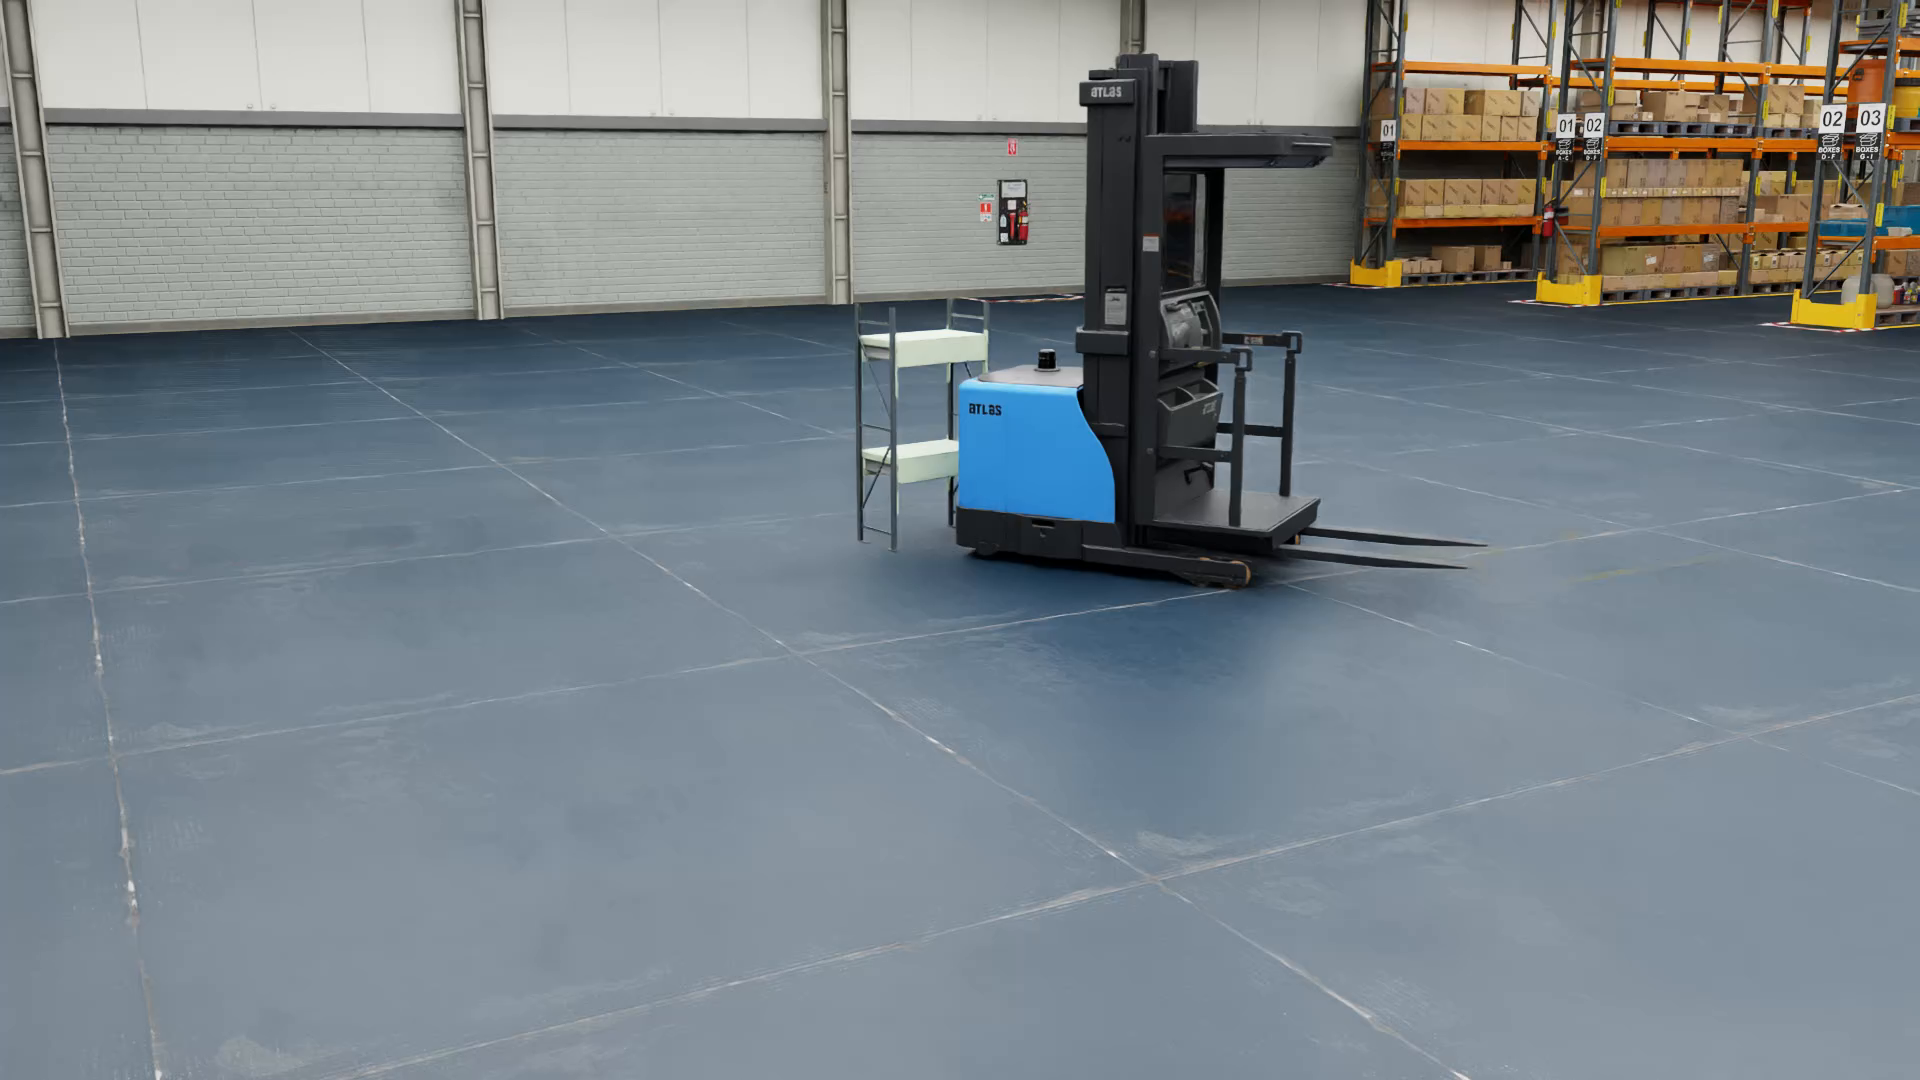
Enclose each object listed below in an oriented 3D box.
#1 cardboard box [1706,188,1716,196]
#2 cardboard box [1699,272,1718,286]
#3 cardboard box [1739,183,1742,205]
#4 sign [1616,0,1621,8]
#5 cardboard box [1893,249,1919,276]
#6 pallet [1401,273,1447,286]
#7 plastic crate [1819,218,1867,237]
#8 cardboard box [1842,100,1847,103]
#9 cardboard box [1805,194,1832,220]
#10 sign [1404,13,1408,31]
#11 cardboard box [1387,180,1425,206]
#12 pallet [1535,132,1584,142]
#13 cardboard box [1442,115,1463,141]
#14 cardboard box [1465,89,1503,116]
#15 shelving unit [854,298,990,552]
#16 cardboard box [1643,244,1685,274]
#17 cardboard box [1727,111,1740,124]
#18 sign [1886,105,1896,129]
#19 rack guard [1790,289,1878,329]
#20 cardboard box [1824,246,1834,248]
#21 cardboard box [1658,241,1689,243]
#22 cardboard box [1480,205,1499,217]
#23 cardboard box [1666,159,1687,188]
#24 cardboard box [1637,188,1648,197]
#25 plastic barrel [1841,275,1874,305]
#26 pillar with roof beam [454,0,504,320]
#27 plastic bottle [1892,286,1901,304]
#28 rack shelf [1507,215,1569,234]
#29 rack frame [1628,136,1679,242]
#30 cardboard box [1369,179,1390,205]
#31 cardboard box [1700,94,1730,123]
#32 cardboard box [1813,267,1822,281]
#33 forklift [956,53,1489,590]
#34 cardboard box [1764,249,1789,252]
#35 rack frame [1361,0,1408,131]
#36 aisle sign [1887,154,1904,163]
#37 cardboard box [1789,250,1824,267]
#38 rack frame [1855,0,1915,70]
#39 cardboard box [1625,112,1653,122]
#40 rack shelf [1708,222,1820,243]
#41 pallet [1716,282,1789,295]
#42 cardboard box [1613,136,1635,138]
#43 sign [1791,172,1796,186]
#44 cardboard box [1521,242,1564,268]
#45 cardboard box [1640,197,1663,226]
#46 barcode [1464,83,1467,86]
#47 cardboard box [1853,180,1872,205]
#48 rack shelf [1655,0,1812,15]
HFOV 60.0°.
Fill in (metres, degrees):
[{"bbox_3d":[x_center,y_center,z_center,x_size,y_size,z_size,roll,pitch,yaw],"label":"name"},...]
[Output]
[{"bbox_3d":[13.327,-6.250,29.844,0.250,0.149,0.380,-7,14,-28],"label":"cardboard box"},{"bbox_3d":[13.394,-4.758,30.226,0.500,0.250,0.500,-7,14,-28],"label":"cardboard box"},{"bbox_3d":[17.177,-7.778,37.389,0.500,0.500,0.500,-6,14,-26],"label":"cardboard box"},{"bbox_3d":[10.890,-8.968,27.472,0.005,0.325,0.100,-7,14,-28],"label":"sign"},{"bbox_3d":[18.644,-5.501,32.913,0.500,0.500,0.500,-7,15,-30],"label":"cardboard box"},{"bbox_3d":[9.049,-5.296,33.661,1.213,0.211,1.003,-7,14,-28],"label":"pallet"},{"bbox_3d":[13.295,-4.698,24.992,0.616,0.251,0.499,-7,14,-28],"label":"plastic crate"},{"bbox_3d":[20.425,-9.971,38.701,0.500,0.500,0.500,-7,14,-28],"label":"cardboard box"},{"bbox_3d":[16.186,-6.326,31.660,0.500,0.500,0.500,-8,15,-31],"label":"cardboard box"},{"bbox_3d":[8.512,-9.886,31.735,0.005,0.325,0.100,-7,14,-28],"label":"sign"},{"bbox_3d":[8.816,-6.864,32.867,0.500,0.500,0.500,-7,14,-28],"label":"cardboard box"},{"bbox_3d":[12.356,-8.407,34.728,1.003,0.211,1.213,-7,14,-28],"label":"pallet"},{"bbox_3d":[9.608,-8.184,33.036,0.500,0.500,0.500,-6,14,-25],"label":"cardboard box"},{"bbox_3d":[10.524,-8.779,33.402,0.500,0.500,0.500,-7,15,-30],"label":"cardboard box"},{"bbox_3d":[-0.233,-0.741,10.484,0.755,1.500,0.431,-10,16,-38],"label":"shelving unit"},{"bbox_3d":[12.524,-5.016,29.662,0.500,0.500,0.500,-7,14,-28],"label":"cardboard box"},{"bbox_3d":[17.032,-9.376,37.378,0.500,0.500,0.700,-7,14,-28],"label":"cardboard box"},{"bbox_3d":[13.259,-6.022,23.682,0.005,0.325,0.100,-7,14,-28],"label":"sign"},{"bbox_3d":[13.044,-3.458,24.836,0.348,0.500,1.175,-7,14,-28],"label":"rack guard"},{"bbox_3d":[20.385,-6.982,39.539,0.500,0.500,0.700,-6,14,-27],"label":"cardboard box"},{"bbox_3d":[13.148,-5.223,30.583,0.500,0.500,0.500,-7,14,-28],"label":"cardboard box"},{"bbox_3d":[10.618,-6.712,33.898,0.500,0.250,0.500,-7,14,-28],"label":"cardboard box"},{"bbox_3d":[12.432,-6.512,29.529,0.500,0.500,0.700,-7,14,-28],"label":"cardboard box"},{"bbox_3d":[11.749,-6.061,29.003,0.250,0.149,0.380,-7,14,-29],"label":"cardboard box"},{"bbox_3d":[13.540,-3.736,25.086,0.421,0.512,0.421,0,13,0],"label":"plastic barrel"},{"bbox_3d":[-5.284,-7.014,21.278,0.400,9.000,9.100,-7,14,-28],"label":"pillar with roof beam"},{"bbox_3d":[14.636,-3.845,26.065,0.135,0.276,0.152,-7,14,-27],"label":"plastic bottle"},{"bbox_3d":[13.519,-6.850,35.853,4.000,0.370,1.077,-7,14,-28],"label":"rack shelf"},{"bbox_3d":[15.274,-7.411,36.709,0.127,3.000,1.000,-7,14,-28],"label":"rack frame"},{"bbox_3d":[8.564,-6.963,33.304,0.500,0.500,0.500,-7,14,-28],"label":"cardboard box"},{"bbox_3d":[13.572,-7.819,30.188,0.500,0.500,0.500,-6,14,-23],"label":"cardboard box"},{"bbox_3d":[15.963,-5.056,31.551,0.500,0.250,0.500,-7,14,-27],"label":"cardboard box"},{"bbox_3d":[1.527,-1.280,9.620,3.031,2.935,1.130,6,14,26],"label":"forklift"},{"bbox_3d":[15.694,-5.431,31.940,0.500,0.311,0.500,-7,14,-29],"label":"cardboard box"},{"bbox_3d":[8.252,-9.496,32.311,0.127,3.000,1.000,-7,14,-28],"label":"rack frame"},{"bbox_3d":[22.503,-9.471,39.940,0.004,0.787,0.394,-7,14,-28],"label":"aisle sign"},{"bbox_3d":[15.971,-5.331,31.493,0.500,0.311,0.500,-6,14,-26],"label":"cardboard box"},{"bbox_3d":[17.651,-9.384,31.810,0.127,3.000,1.000,-7,14,-28],"label":"rack frame"},{"bbox_3d":[11.746,-7.319,28.765,0.250,0.149,0.380,-7,14,-28],"label":"cardboard box"},{"bbox_3d":[15.896,-5.896,31.613,4.000,0.370,1.077,-7,14,-28],"label":"rack shelf"},{"bbox_3d":[14.768,-4.761,31.283,1.213,0.211,1.003,-7,14,-28],"label":"pallet"},{"bbox_3d":[14.092,-8.816,35.840,0.637,0.503,0.797,-5,14,-20],"label":"cardboard box"},{"bbox_3d":[19.054,-8.255,38.000,0.005,0.325,0.100,-7,14,-28],"label":"sign"},{"bbox_3d":[12.401,-6.066,35.424,0.500,0.500,0.700,-6,14,-26],"label":"cardboard box"},{"bbox_3d":[11.942,-5.818,29.402,0.500,0.500,0.700,-7,14,-27],"label":"cardboard box"},{"bbox_3d":[10.337,-9.317,34.020,0.075,0.075,0.001,-7,14,-28],"label":"barcode"},{"bbox_3d":[21.220,-8.265,39.819,0.700,0.700,0.980,-7,14,-28],"label":"cardboard box"},{"bbox_3d":[17.030,-11.819,36.699,4.000,0.370,1.077,-7,14,-28],"label":"rack shelf"}]
